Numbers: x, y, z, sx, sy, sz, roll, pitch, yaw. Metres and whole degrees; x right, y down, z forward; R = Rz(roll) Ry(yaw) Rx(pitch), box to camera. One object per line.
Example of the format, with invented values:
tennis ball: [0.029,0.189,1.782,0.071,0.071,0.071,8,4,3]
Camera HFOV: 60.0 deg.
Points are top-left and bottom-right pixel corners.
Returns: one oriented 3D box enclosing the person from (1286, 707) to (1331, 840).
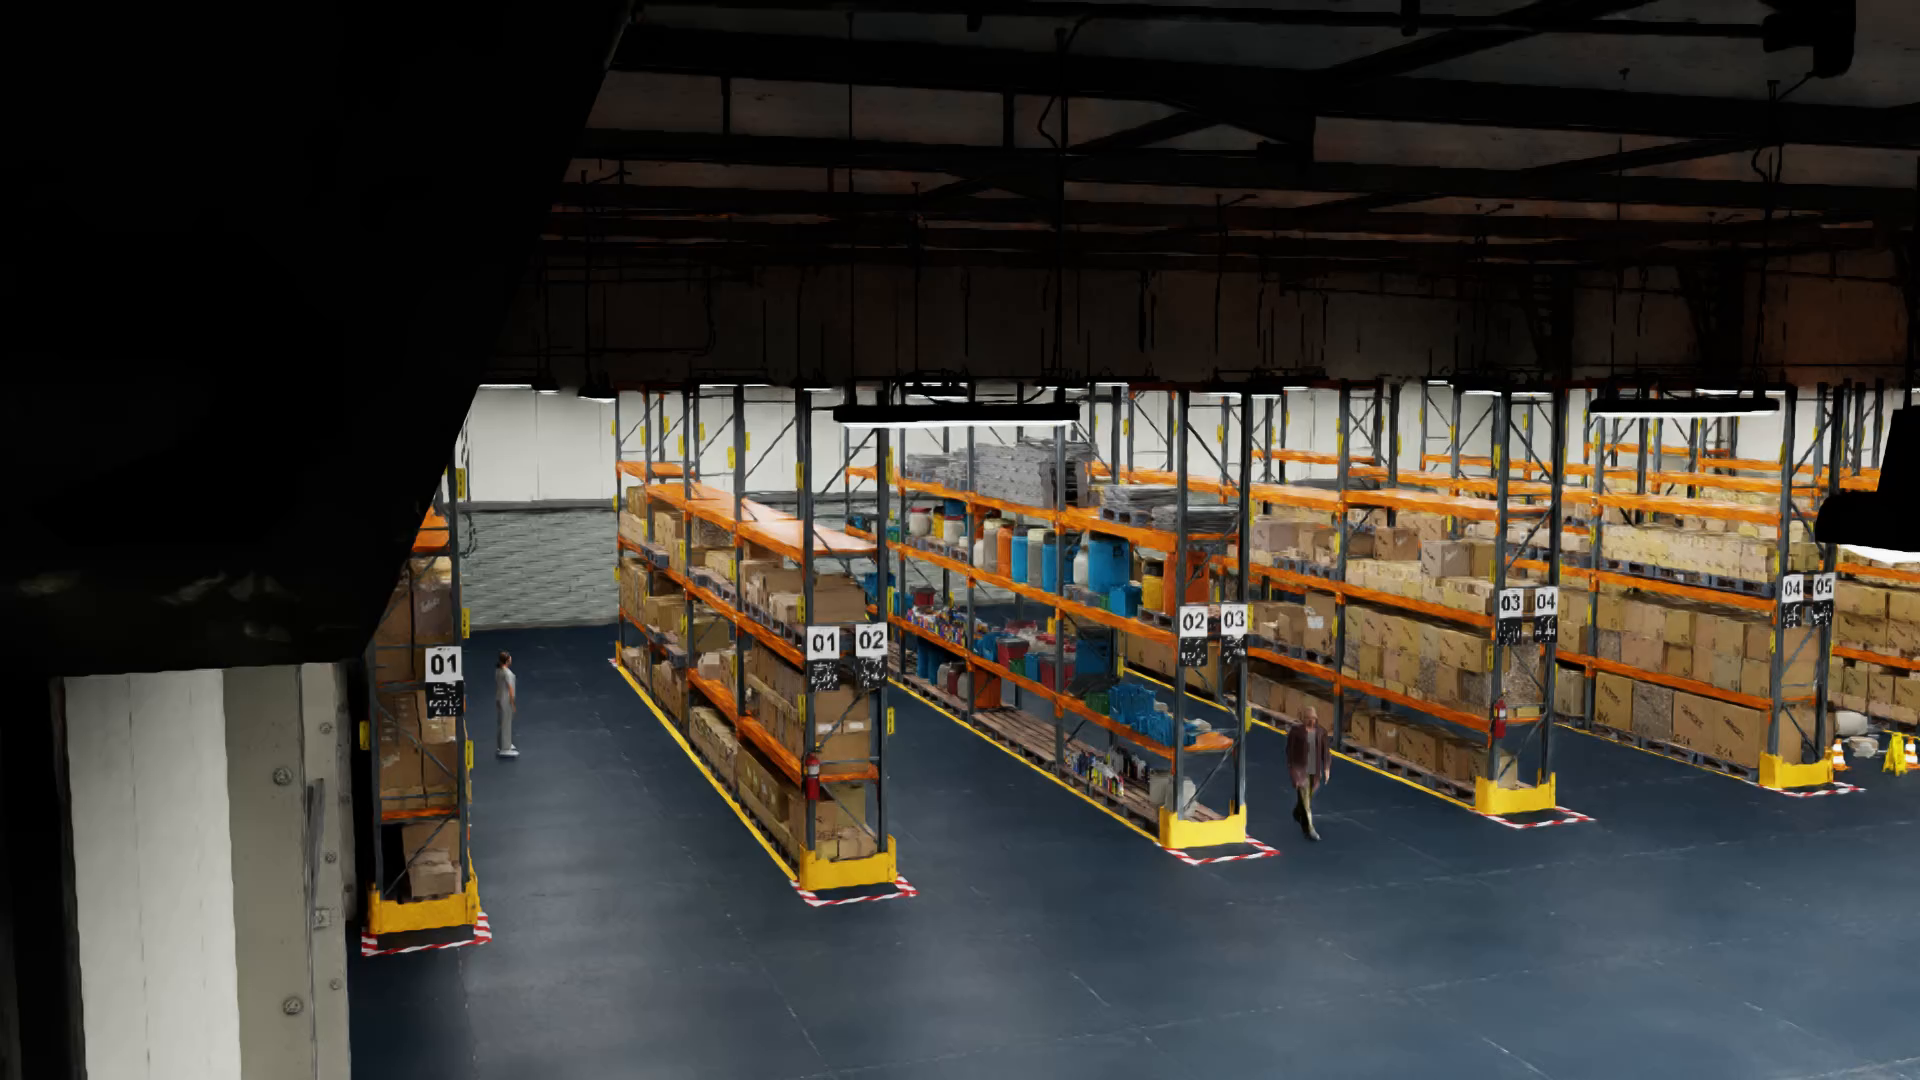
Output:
person: [4.701,3.090,22.384,0.551,1.725,1.089,-1,6,-14]

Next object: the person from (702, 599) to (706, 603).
person: [-5.930,1.478,37.971,0.559,1.671,0.700,2,6,19]

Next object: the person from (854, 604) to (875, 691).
person: [-1.965,2.028,32.322,0.618,1.760,0.797,-1,6,-9]

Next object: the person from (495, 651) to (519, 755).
person: [-7.361,2.626,27.020,0.389,1.675,0.556,-5,8,-41]
